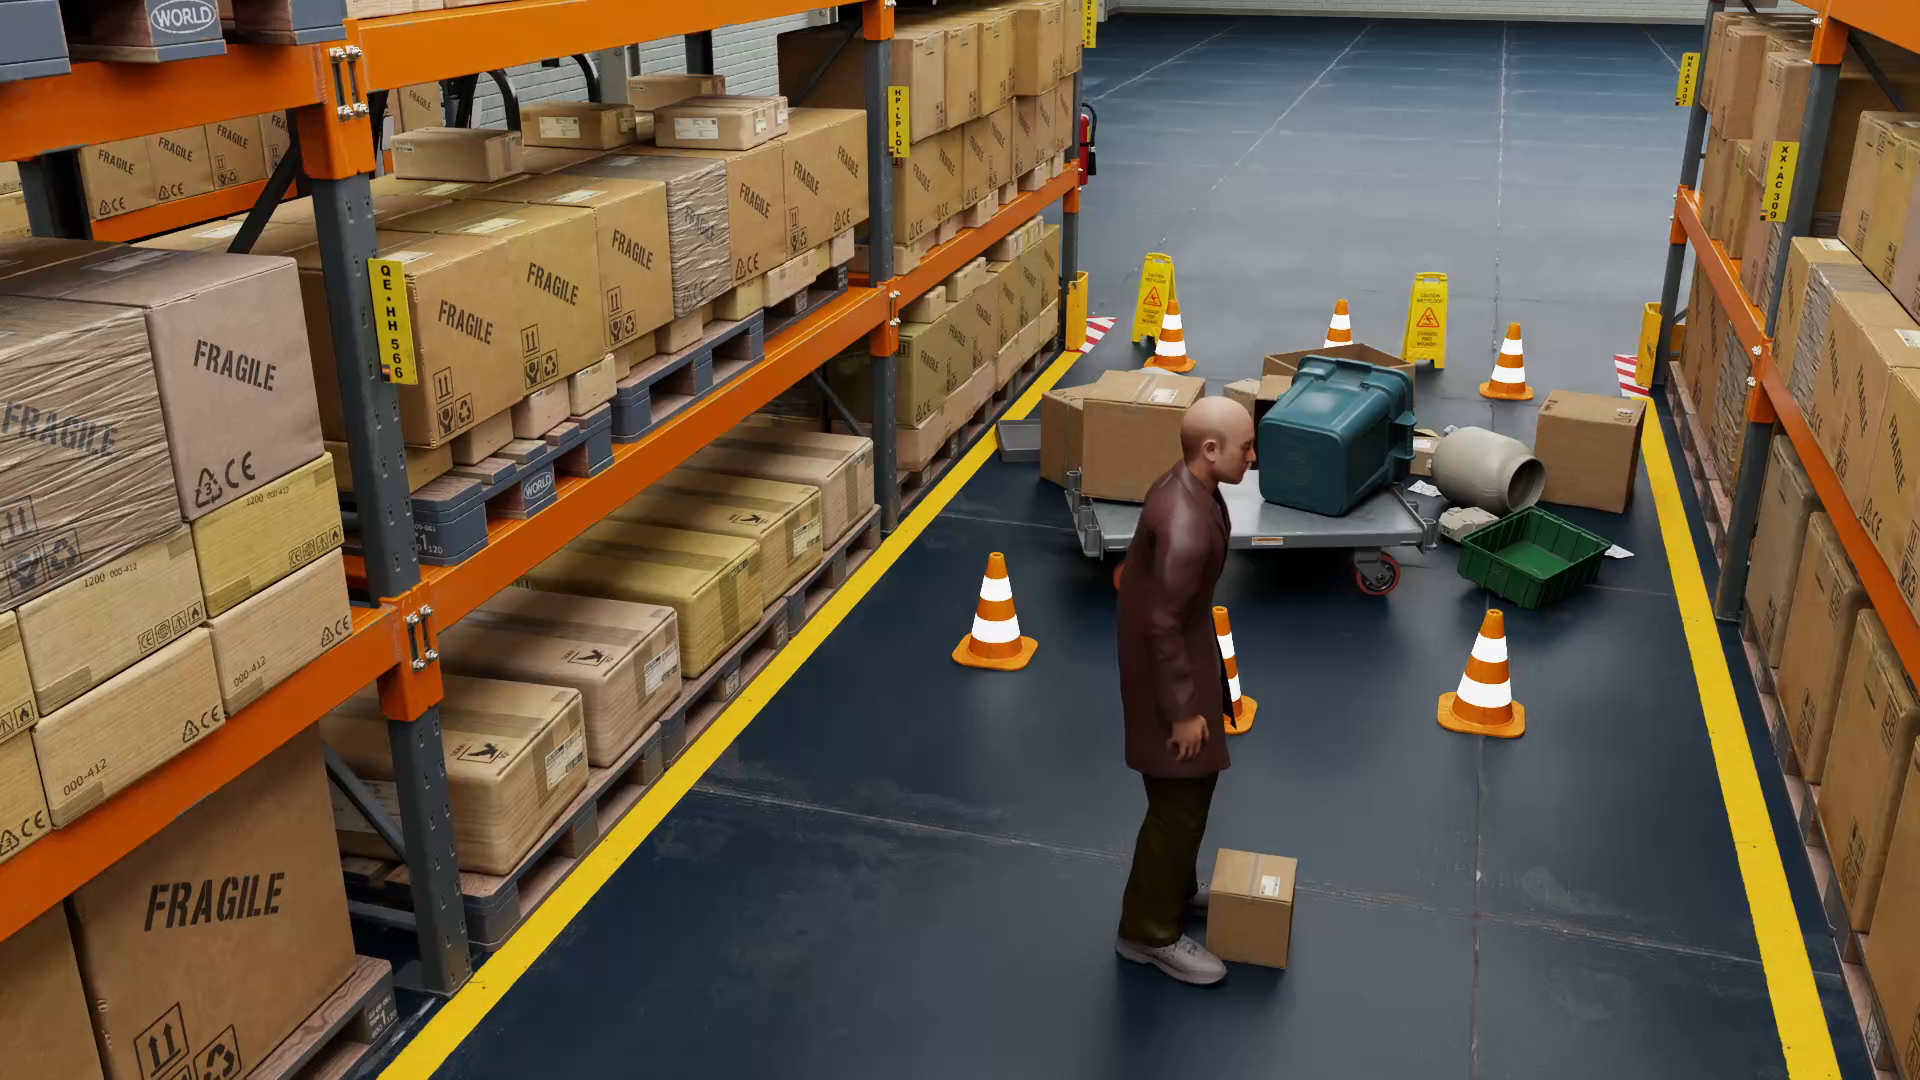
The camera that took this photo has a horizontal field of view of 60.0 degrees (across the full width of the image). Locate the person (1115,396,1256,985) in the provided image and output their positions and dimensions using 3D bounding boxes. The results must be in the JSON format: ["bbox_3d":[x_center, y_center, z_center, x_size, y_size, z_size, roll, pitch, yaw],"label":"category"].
[{"bbox_3d":[0.682,0.422,5.045,0.428,1.773,0.650,5,22,12],"label":"person"}]
